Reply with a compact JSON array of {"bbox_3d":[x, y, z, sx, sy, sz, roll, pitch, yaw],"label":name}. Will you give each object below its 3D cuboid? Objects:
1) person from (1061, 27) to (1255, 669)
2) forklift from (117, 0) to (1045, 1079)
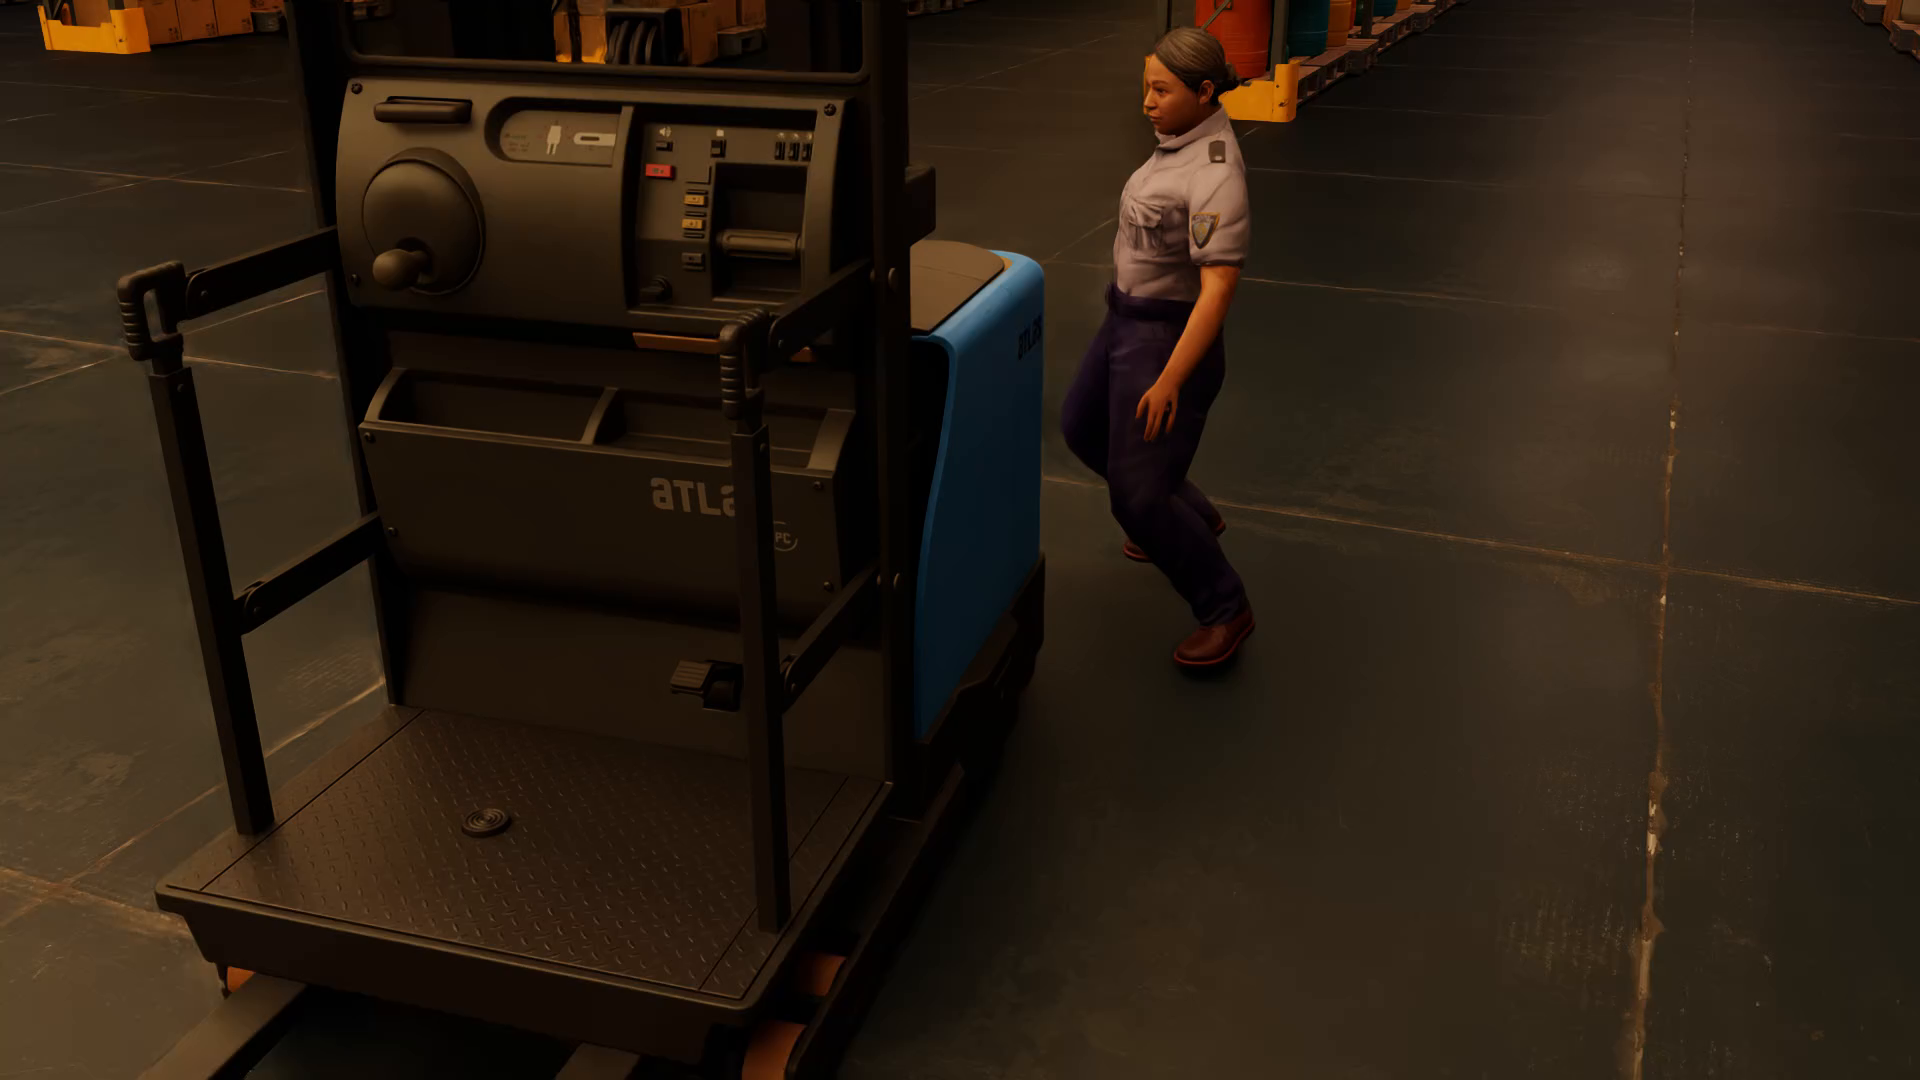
[{"bbox_3d":[0.531,-0.536,4.308,0.496,1.543,0.838,0,23,0],"label":"person"},{"bbox_3d":[-0.697,-0.555,2.620,1.130,2.935,3.031,7,24,15],"label":"forklift"}]
